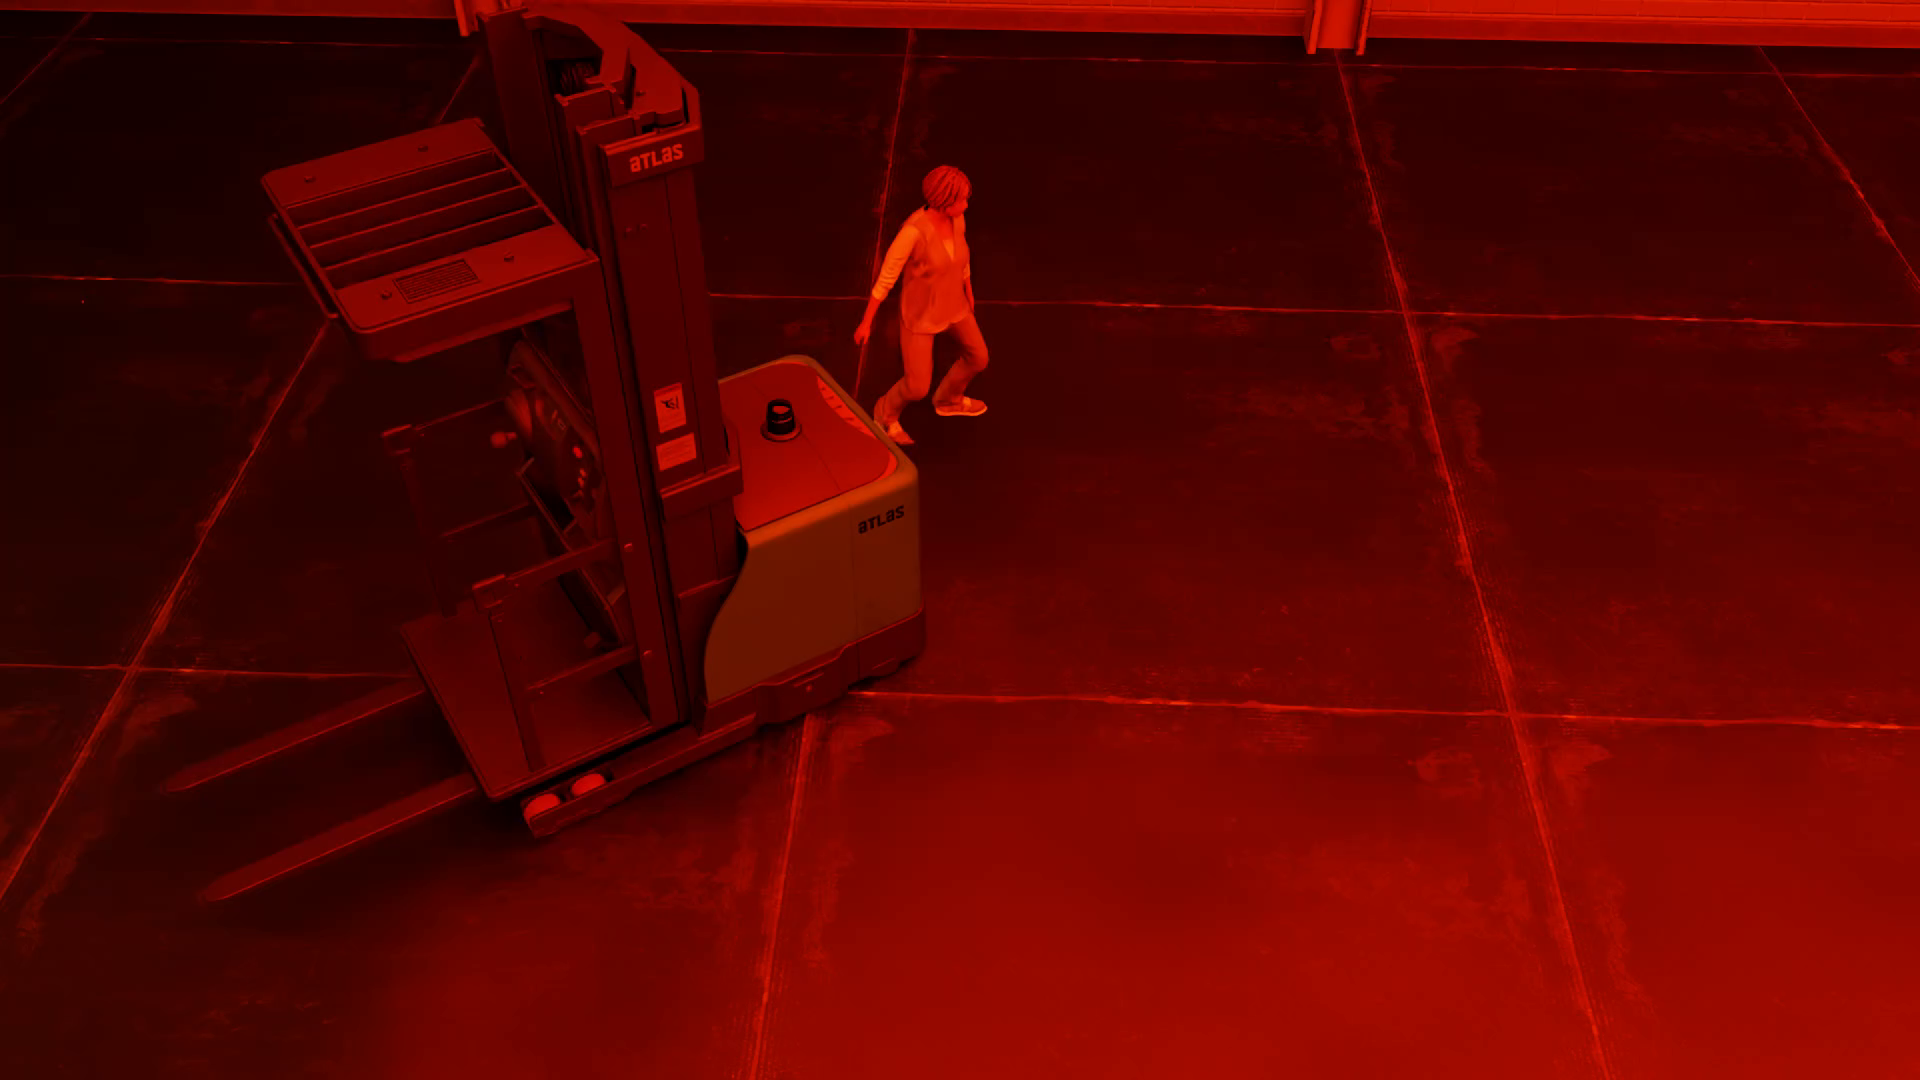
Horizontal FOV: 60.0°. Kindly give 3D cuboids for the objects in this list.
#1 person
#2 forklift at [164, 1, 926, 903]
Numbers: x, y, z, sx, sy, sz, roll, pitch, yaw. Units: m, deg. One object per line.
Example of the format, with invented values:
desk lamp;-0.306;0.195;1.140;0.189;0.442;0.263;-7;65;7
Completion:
person;-0.199;-1.108;8.024;0.747;1.548;0.440;-31;51;-30
forklift;-1.672;-0.317;6.089;3.031;2.935;1.130;-23;47;-23
